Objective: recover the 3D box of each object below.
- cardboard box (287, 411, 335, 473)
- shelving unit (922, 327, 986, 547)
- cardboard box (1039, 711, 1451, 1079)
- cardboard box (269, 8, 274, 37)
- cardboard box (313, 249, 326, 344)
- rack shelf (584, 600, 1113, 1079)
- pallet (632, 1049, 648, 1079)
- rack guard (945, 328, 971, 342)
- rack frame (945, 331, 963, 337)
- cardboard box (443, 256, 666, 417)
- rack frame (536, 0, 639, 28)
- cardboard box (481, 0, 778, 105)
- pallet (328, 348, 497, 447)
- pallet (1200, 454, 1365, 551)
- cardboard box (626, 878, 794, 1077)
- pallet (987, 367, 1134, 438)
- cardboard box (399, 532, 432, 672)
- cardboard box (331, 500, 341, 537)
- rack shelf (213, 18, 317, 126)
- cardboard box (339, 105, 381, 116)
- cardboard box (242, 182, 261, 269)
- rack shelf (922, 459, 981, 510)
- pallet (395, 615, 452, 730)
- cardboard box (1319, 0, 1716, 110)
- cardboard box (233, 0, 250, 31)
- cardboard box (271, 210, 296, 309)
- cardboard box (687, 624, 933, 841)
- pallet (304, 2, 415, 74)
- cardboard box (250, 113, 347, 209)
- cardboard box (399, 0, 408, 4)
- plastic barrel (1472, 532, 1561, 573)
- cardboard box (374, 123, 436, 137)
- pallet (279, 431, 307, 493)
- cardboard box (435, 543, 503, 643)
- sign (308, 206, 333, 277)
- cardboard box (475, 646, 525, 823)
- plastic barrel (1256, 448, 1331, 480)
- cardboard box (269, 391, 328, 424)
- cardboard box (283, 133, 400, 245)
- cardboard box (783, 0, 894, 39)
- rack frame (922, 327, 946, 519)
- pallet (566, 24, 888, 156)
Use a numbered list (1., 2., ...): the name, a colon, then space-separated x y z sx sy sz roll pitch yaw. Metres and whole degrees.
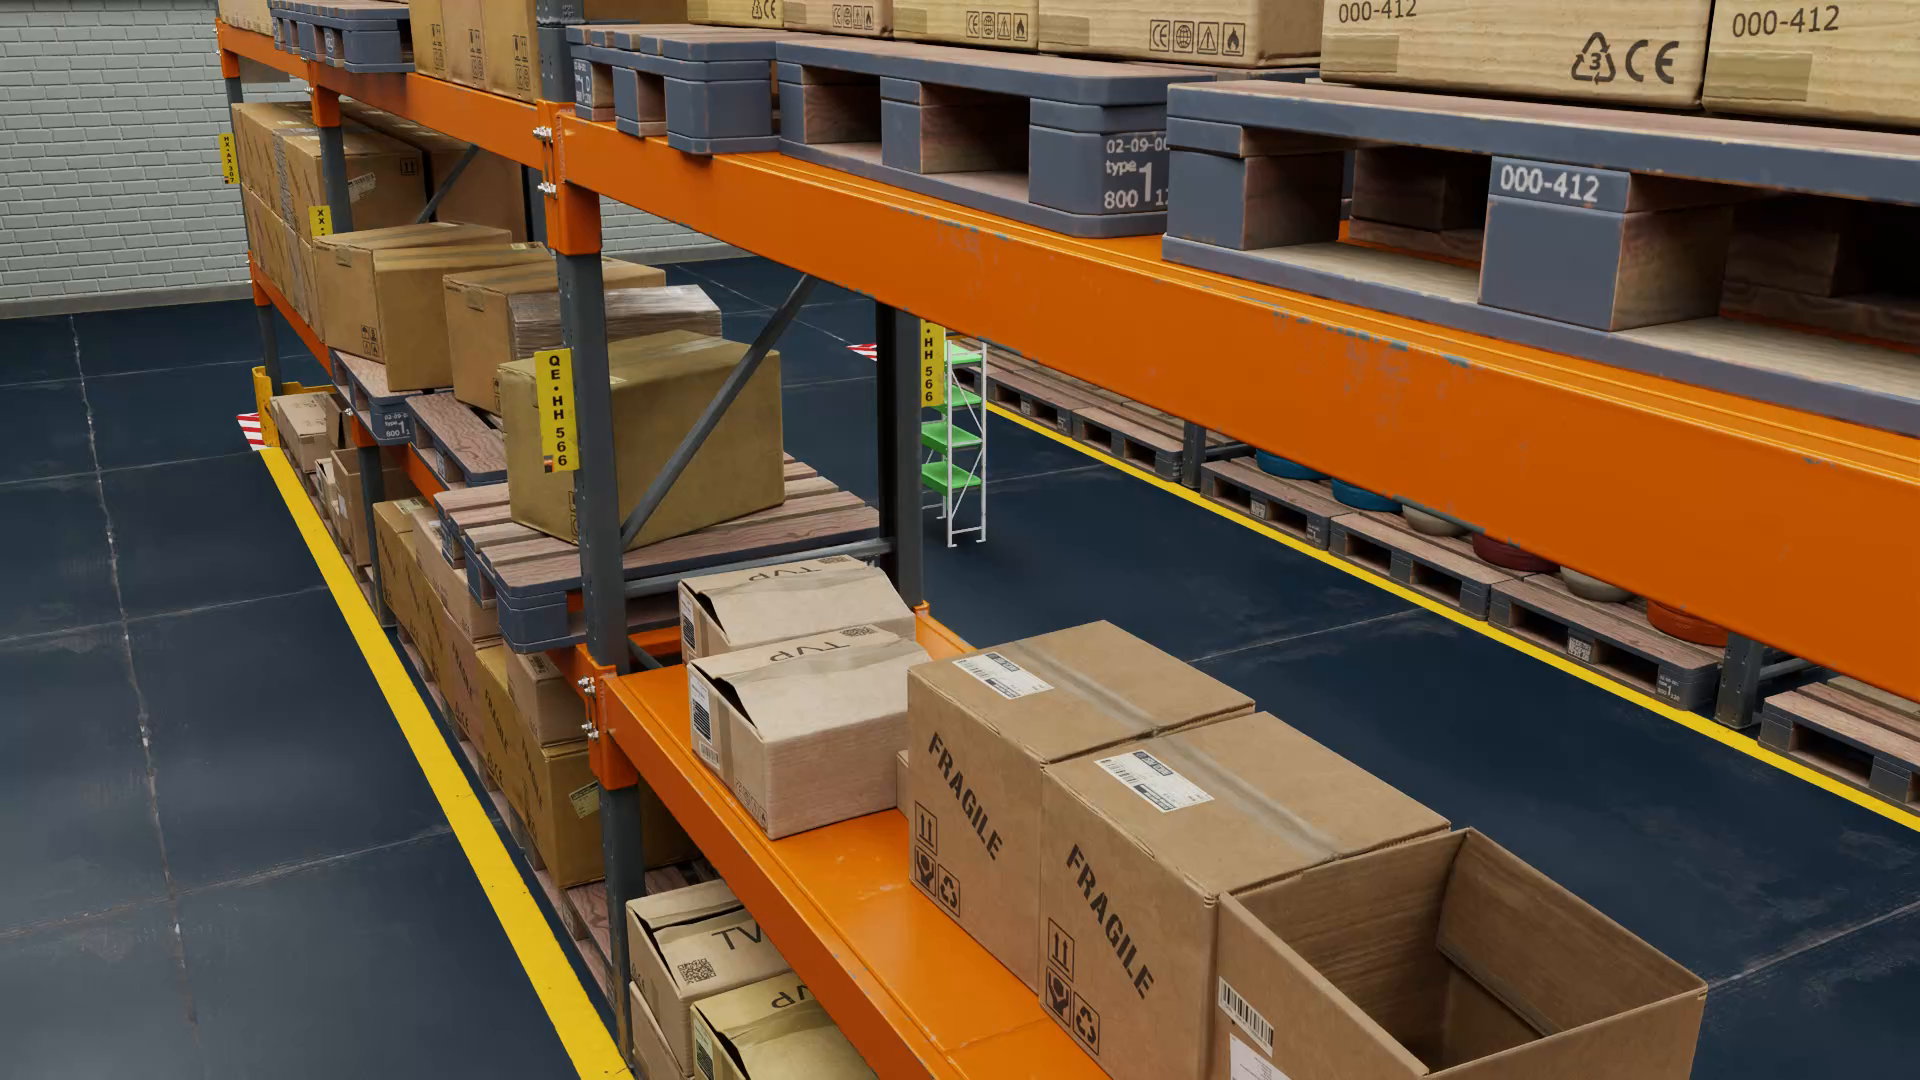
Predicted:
1. cardboard box: -3.894 -0.631 10.403 0.500 0.250 0.500 -10 21 -27
2. shelving unit: -0.079 -0.615 9.573 0.258 1.200 0.503 -10 21 -27
3. cardboard box: 0.483 0.669 2.940 0.500 0.500 0.500 -10 21 -27
4. cardboard box: -3.171 -2.652 8.351 0.500 0.250 0.500 -10 21 -27
5. cardboard box: -2.941 -1.213 8.394 0.500 0.500 0.500 -10 21 -26
6. rack shelf: 0.371 1.001 3.236 1.077 0.370 4.000 -10 21 -27
7. pallet: -0.222 1.647 4.535 1.003 0.211 1.213 -10 21 -27
8. rack guard: -0.039 -1.800 14.080 1.175 0.500 0.348 -10 21 -27
9. rack frame: -0.016 -2.976 13.658 1.000 3.000 0.127 -10 21 -27
10. cardboard box: -1.585 -0.810 6.583 0.700 0.500 0.500 -17 25 -40
11. rack frame: -0.578 -2.749 3.804 1.000 3.000 0.127 -10 21 -27
12. cardboard box: -0.815 -1.499 4.625 0.910 0.500 0.500 -10 21 -27
13. pallet: -2.195 -0.725 7.428 1.003 0.211 1.213 -10 21 -27
14. pallet: 2.213 -0.282 10.125 1.003 0.211 1.213 -10 21 -27
15. cardboard box: -0.588 1.118 4.503 0.500 0.311 0.500 -9 21 -25
16. pallet: 0.916 -1.066 12.396 1.003 0.211 1.213 -10 21 -27
17. cardboard box: -2.200 0.240 7.495 0.500 0.500 0.500 -10 21 -26
18. cardboard box: -3.229 -0.140 9.135 0.380 0.149 0.250 -10 21 -27
19. rack shelf: -3.428 -2.714 9.402 1.077 0.370 4.000 -10 21 -27
20. cardboard box: -3.683 -2.500 10.592 0.500 0.500 0.500 -9 21 -25
21. cardboard box: -4.399 -2.089 10.934 0.500 0.500 0.500 -9 21 -26
22. rack shelf: -0.079 -0.327 9.673 0.258 0.148 0.480 -10 21 -27
23. pallet: -2.058 0.484 7.905 1.003 0.211 1.213 -10 21 -27
24. cardboard box: 0.774 -0.646 1.894 0.500 0.250 0.500 -12 23 -32
25. cardboard box: -3.892 -3.081 9.594 0.500 0.250 0.500 -10 21 -27
26. cardboard box: -3.677 -1.654 9.672 0.500 0.500 0.500 -10 21 -26
27. cardboard box: -0.324 0.415 3.966 0.500 0.311 0.500 -10 22 -27
28. pallet: -1.735 -1.896 6.216 1.213 0.211 1.003 -10 21 -27
29. cardboard box: -3.911 -2.269 9.921 0.500 0.500 0.500 -10 21 -26
30. cardboard box: -1.668 -2.234 5.959 0.600 0.600 0.600 -11 22 -29
31. plastic barrel: 2.999 -0.200 8.666 0.600 0.588 0.708 -10 21 -27
32. cardboard box: -2.943 -2.056 9.306 0.500 0.500 0.500 -11 22 -28
33. pallet: -3.962 -0.641 11.167 1.003 0.211 1.213 -10 21 -27
34. cardboard box: -1.749 0.165 6.563 0.500 0.250 0.500 -10 22 -28
35. sign: -2.952 -1.385 7.719 0.100 0.325 0.005 -10 21 -27
36. cardboard box: -1.475 0.679 6.222 0.500 0.500 0.500 -11 22 -29
37. plastic barrel: 2.126 -0.876 10.144 0.600 0.901 0.708 -10 21 -27
38. cardboard box: -4.481 -0.897 11.328 0.380 0.149 0.250 -10 21 -27
39. cardboard box: -3.192 -1.833 8.660 0.500 0.500 0.500 -10 22 -28
40. cardboard box: -0.049 -1.190 3.469 0.500 0.250 0.500 -9 21 -25
41. rack frame: -0.194 -0.685 9.776 0.240 1.200 0.015 -10 21 -27
42. pallet: -0.178 -1.061 3.799 1.213 0.211 1.003 -9 21 -24
